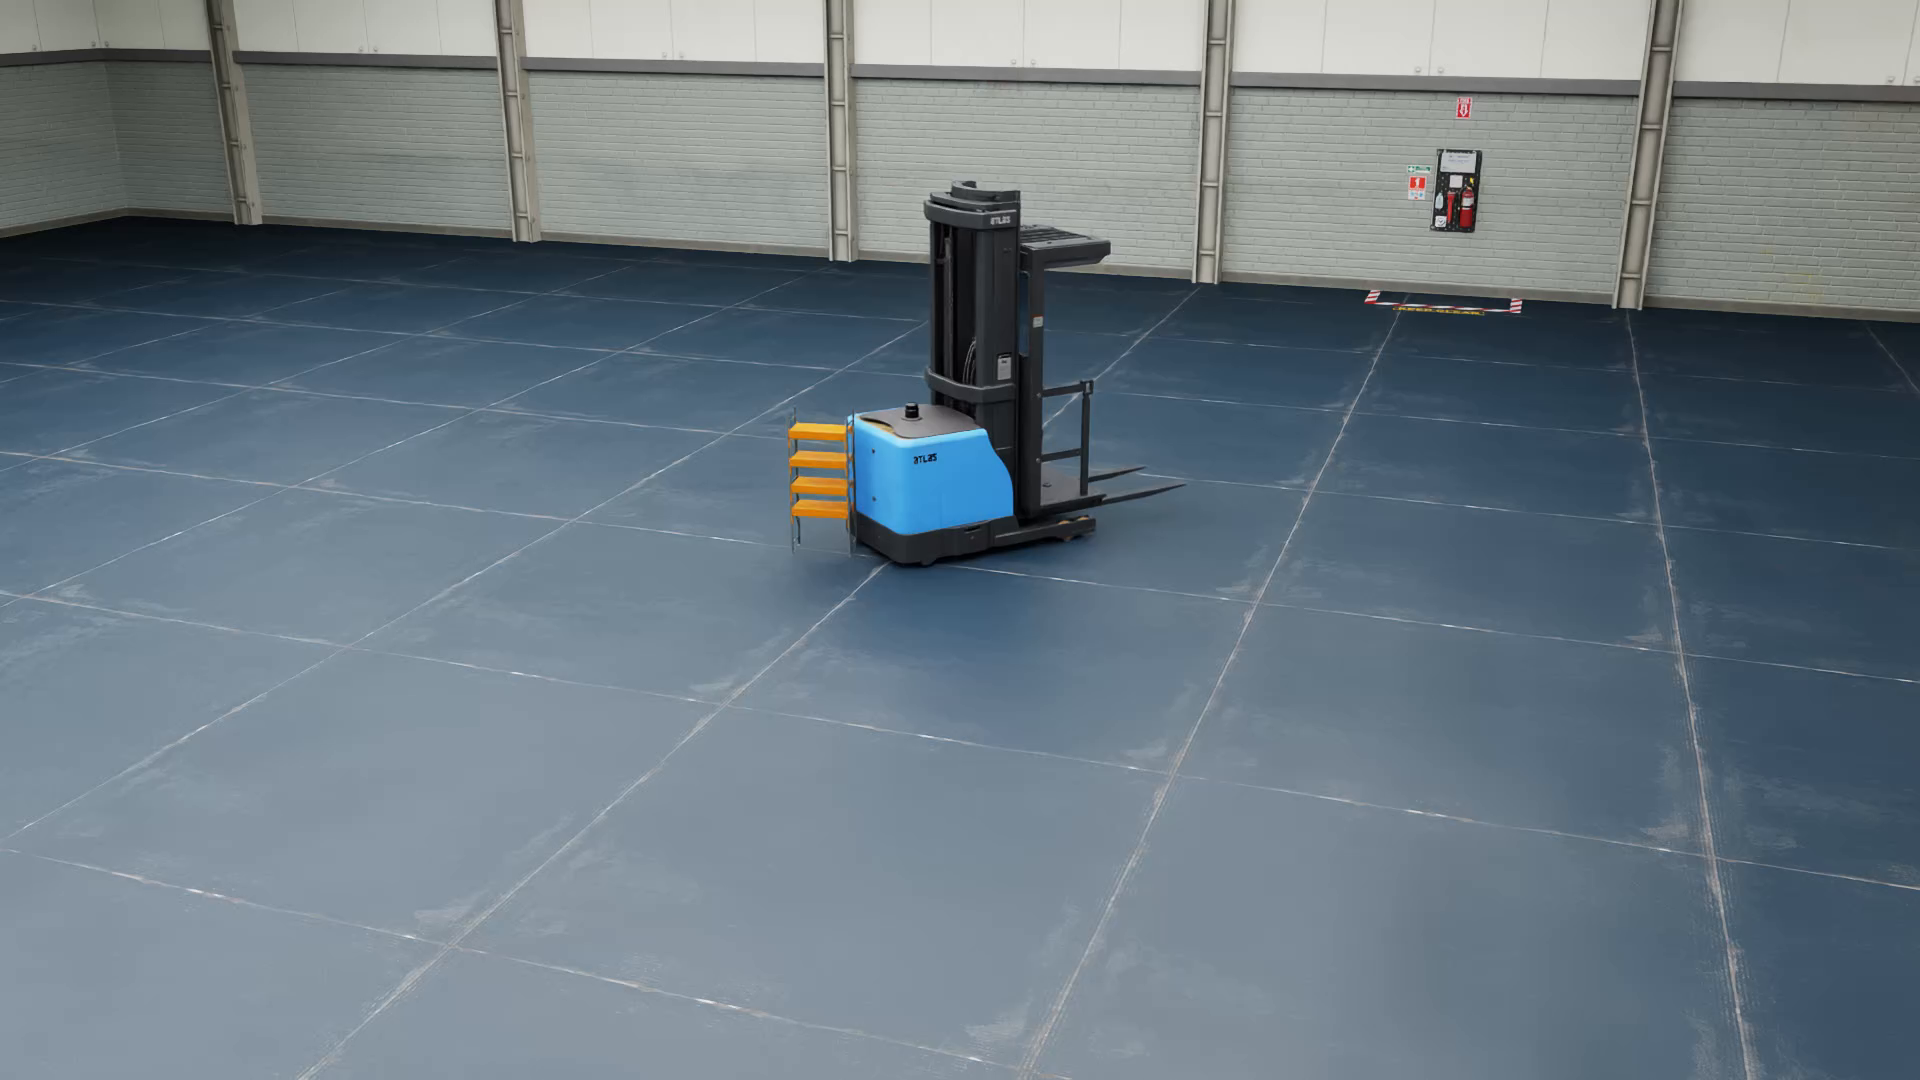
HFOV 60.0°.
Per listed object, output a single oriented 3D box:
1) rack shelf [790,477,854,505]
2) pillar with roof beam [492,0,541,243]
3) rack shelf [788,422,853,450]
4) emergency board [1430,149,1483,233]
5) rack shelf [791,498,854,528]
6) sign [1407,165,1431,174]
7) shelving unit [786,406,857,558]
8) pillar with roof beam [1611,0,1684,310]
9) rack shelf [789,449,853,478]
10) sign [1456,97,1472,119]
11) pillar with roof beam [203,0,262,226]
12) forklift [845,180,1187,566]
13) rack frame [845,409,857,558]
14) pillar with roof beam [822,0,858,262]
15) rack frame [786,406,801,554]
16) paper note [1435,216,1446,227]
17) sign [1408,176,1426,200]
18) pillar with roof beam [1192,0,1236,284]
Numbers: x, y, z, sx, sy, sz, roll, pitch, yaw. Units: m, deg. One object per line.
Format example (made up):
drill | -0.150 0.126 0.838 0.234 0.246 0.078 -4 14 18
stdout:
rack shelf | -1.126 -0.412 13.639 0.480 0.148 0.258 4 20 10
pillar with roof beam | -8.982 -8.151 23.788 0.400 9.000 9.100 7 20 18
rack shelf | -1.126 -0.846 13.487 0.480 0.148 0.258 4 20 10
emergency board | 7.112 -4.991 23.837 0.643 1.169 0.194 7 20 18
rack shelf | -1.126 -0.224 13.704 0.480 0.148 0.258 4 20 10
sign | 6.625 -5.347 23.998 0.331 0.109 0.001 7 20 18
shelving unit | -1.126 -0.475 13.617 0.503 1.200 0.258 4 20 10
pillar with roof beam | 8.021 -6.206 18.210 0.400 9.000 9.100 7 20 18
rack shelf | -1.126 -0.623 13.565 0.480 0.148 0.258 4 20 10
sign | 7.137 -6.117 23.547 0.199 0.298 0.001 7 20 18
pillar with roof beam | -14.650 -8.799 25.647 0.400 9.000 9.100 7 20 18
forklift | 0.565 -1.519 13.981 3.031 2.935 1.130 -11 22 -29
rack frame | -0.886 -0.460 13.574 0.015 1.200 0.240 4 20 10
pillar with roof beam | -3.314 -7.503 21.929 0.400 9.000 9.100 7 20 18
rack frame | -1.366 -0.490 13.659 0.015 1.200 0.240 4 20 10
paper note | 6.968 -4.616 24.099 0.142 0.148 0.016 7 20 18
sign | 6.624 -5.100 24.095 0.234 0.329 0.001 7 20 18
pillar with roof beam | 2.353 -6.855 20.069 0.400 9.000 9.100 7 20 18
